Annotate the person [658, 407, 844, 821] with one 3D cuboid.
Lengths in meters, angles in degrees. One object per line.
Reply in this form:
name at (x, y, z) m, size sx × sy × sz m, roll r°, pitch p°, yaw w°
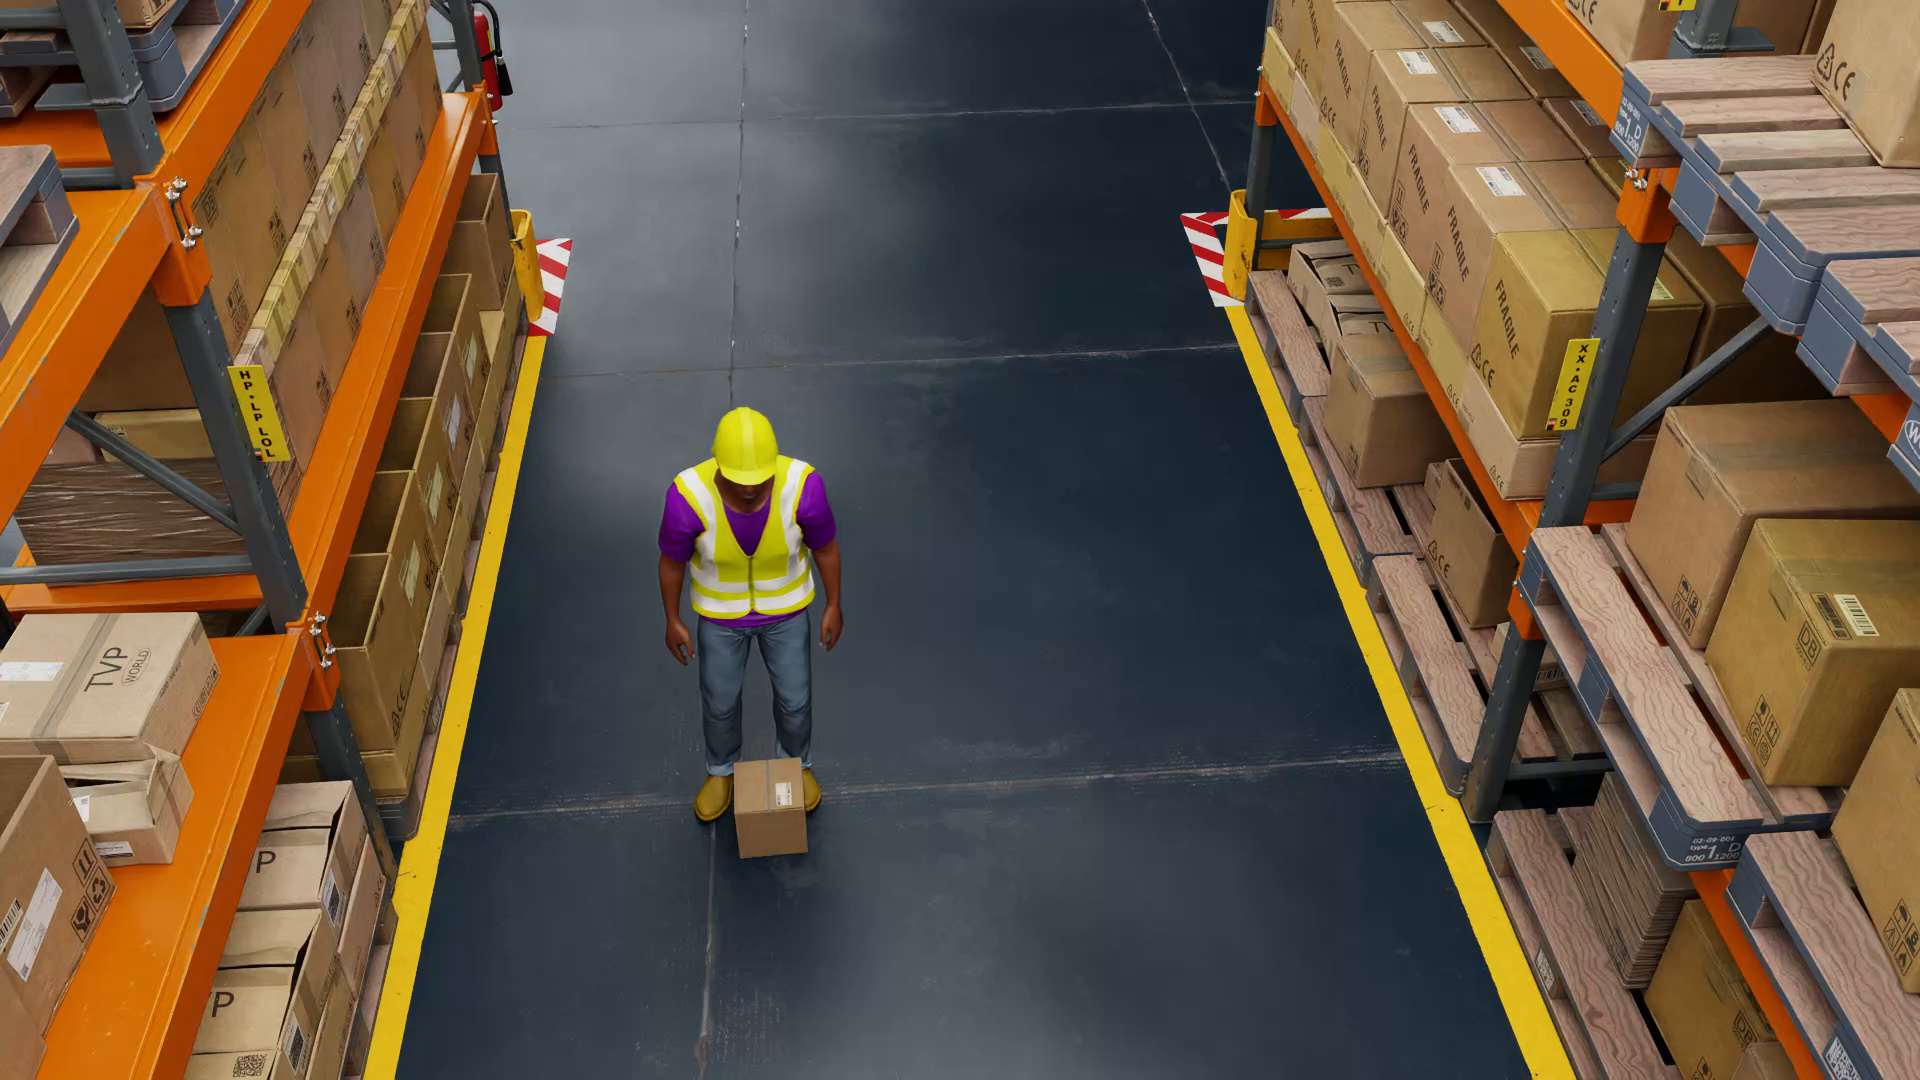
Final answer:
person at (-0.721, 0.259, 5.823) m, size 0.632 × 1.755 × 0.461 m, roll -5°, pitch 39°, yaw -7°
